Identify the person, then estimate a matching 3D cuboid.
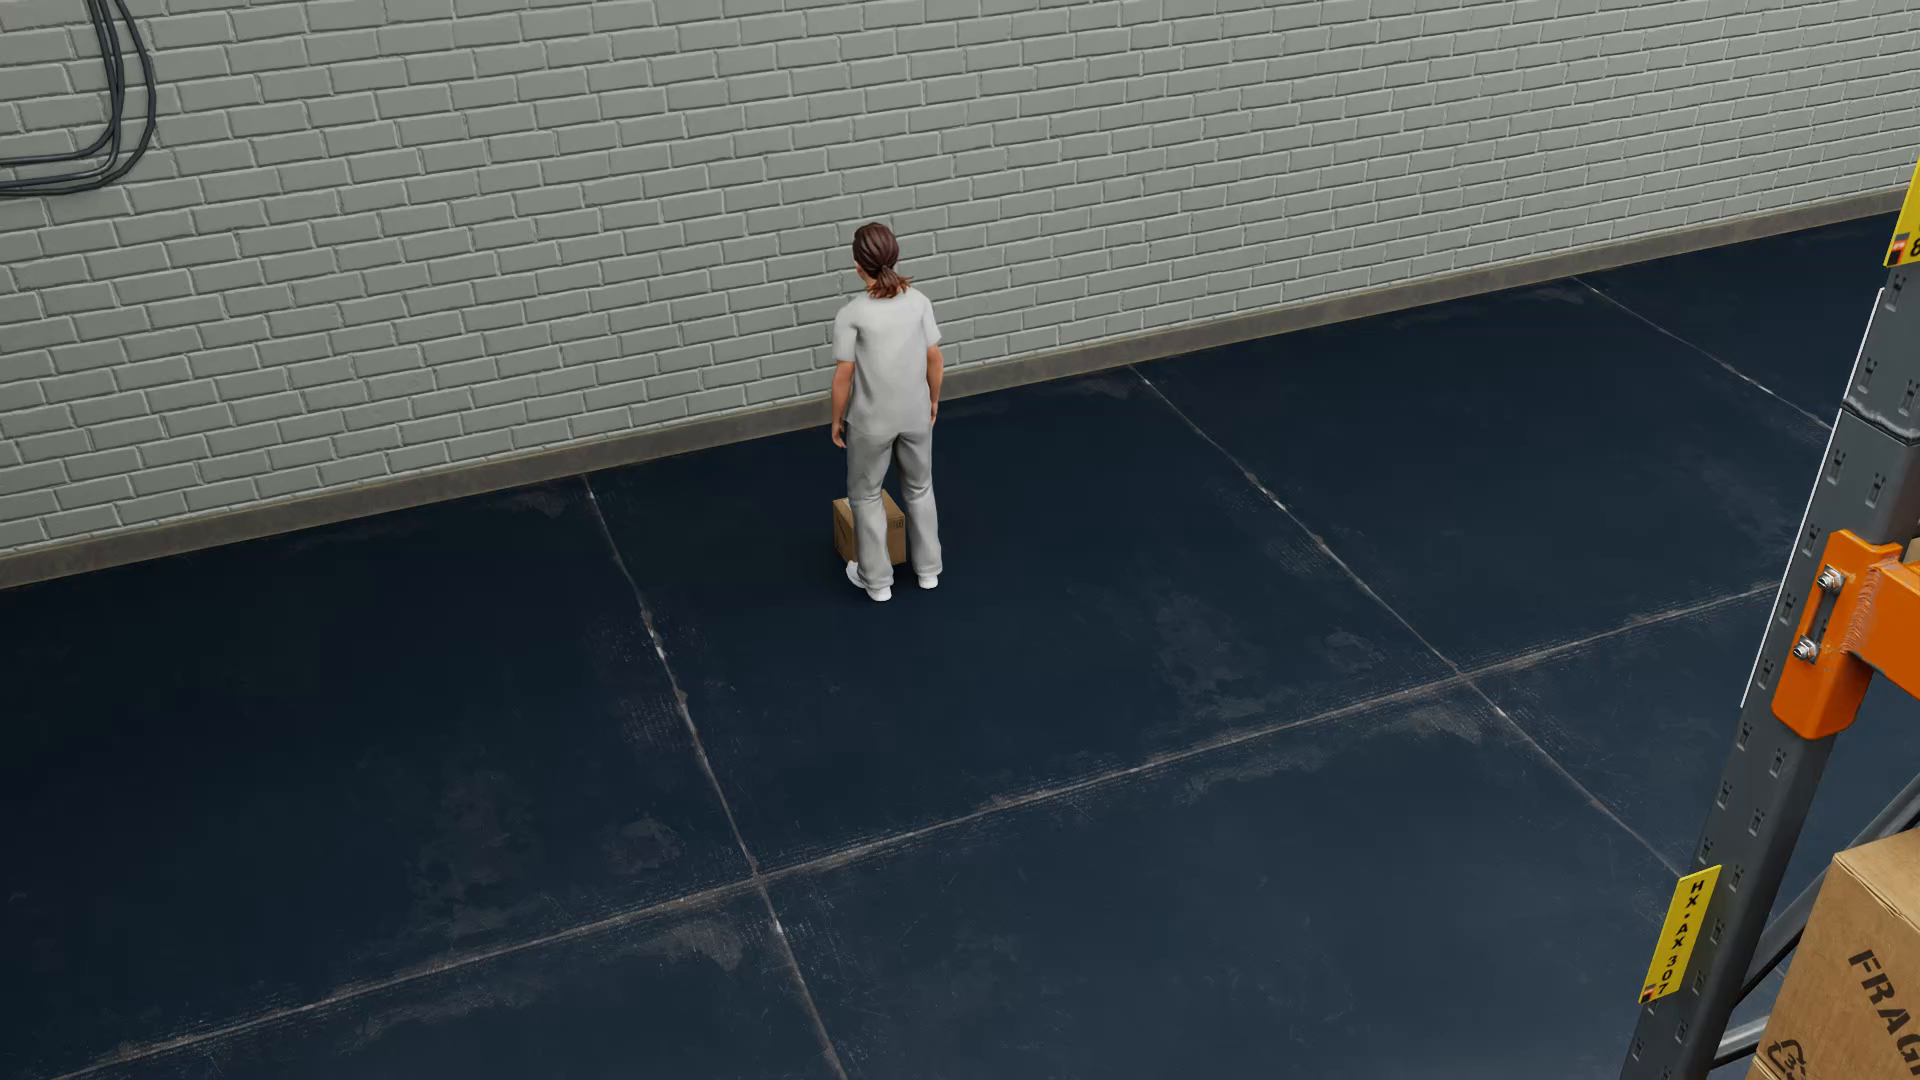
[{"bbox_3d":[-0.302,-0.410,6.973,0.487,1.437,0.356,-13,36,-19],"label":"person"}]
